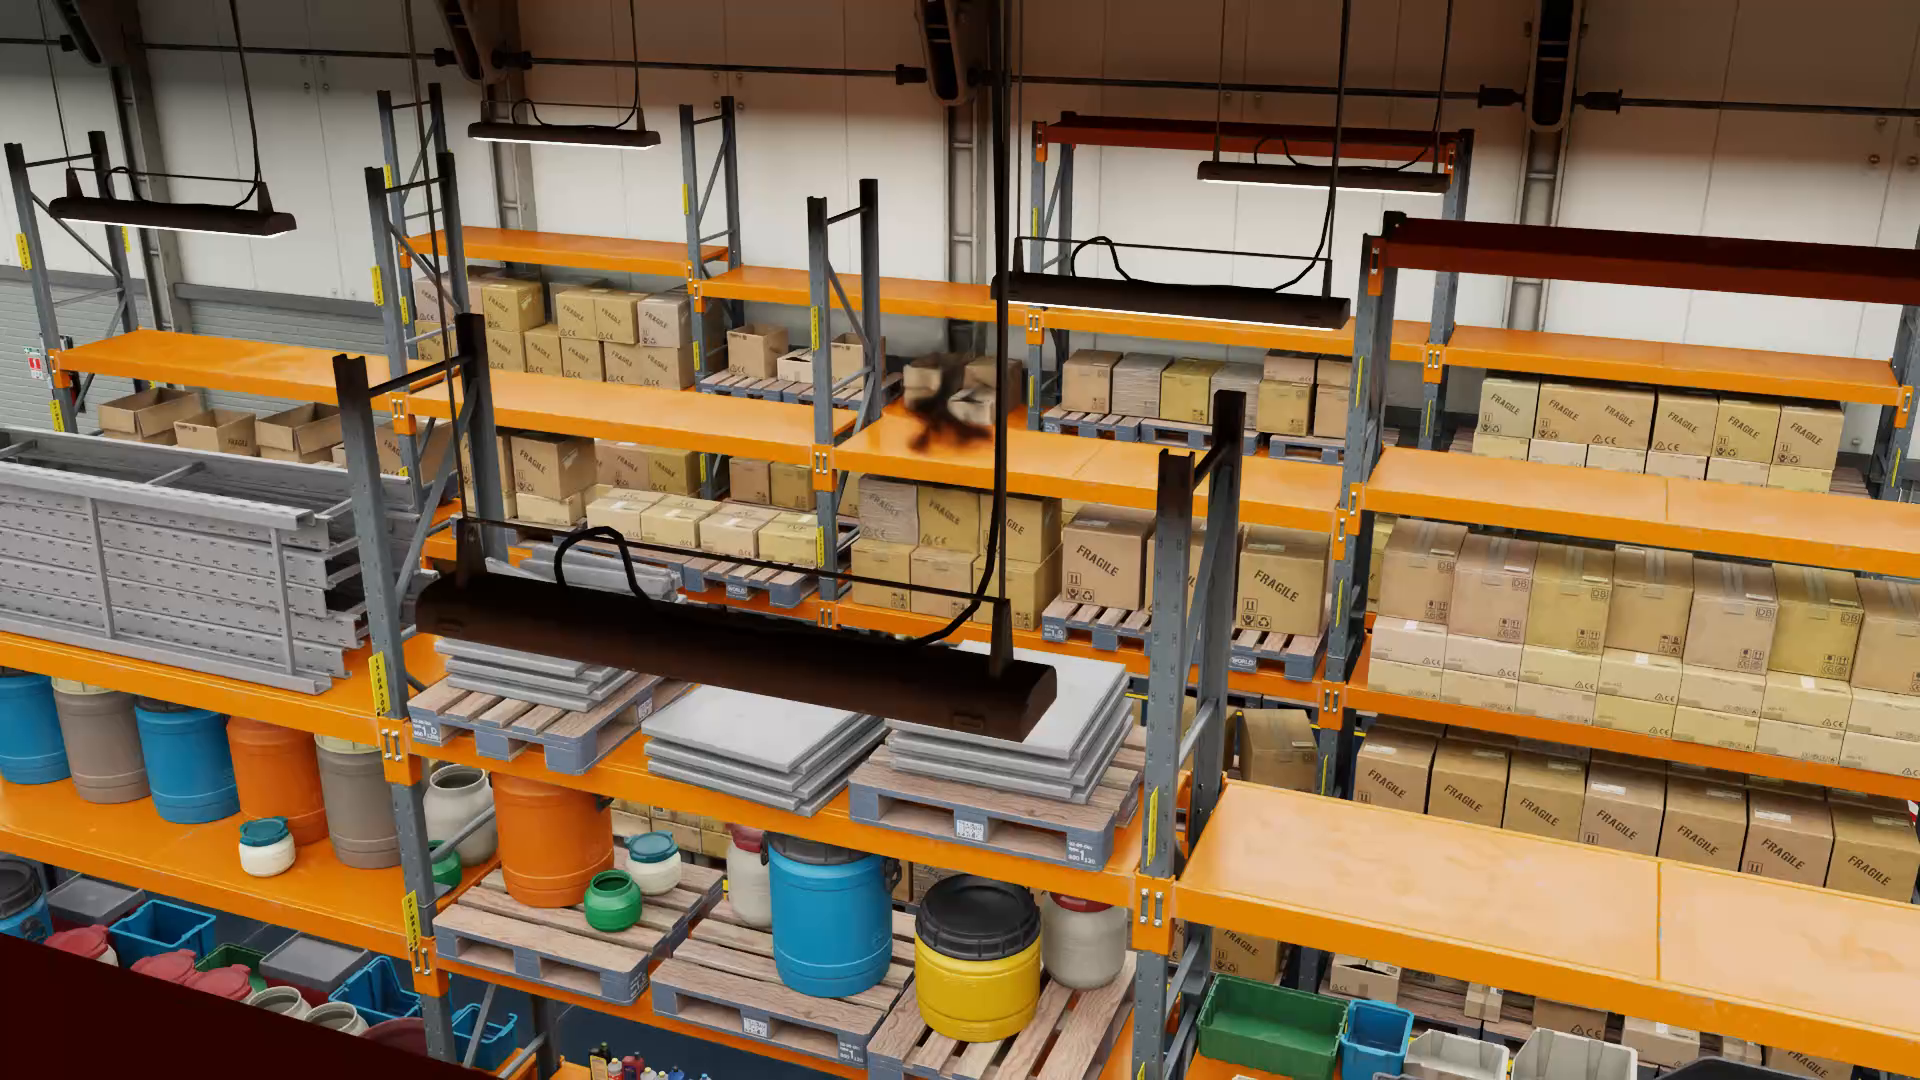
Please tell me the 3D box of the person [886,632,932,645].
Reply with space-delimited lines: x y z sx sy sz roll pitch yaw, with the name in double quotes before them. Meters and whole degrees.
"person" -0.453 1.264 16.542 0.976 1.746 0.707 5 22 14
